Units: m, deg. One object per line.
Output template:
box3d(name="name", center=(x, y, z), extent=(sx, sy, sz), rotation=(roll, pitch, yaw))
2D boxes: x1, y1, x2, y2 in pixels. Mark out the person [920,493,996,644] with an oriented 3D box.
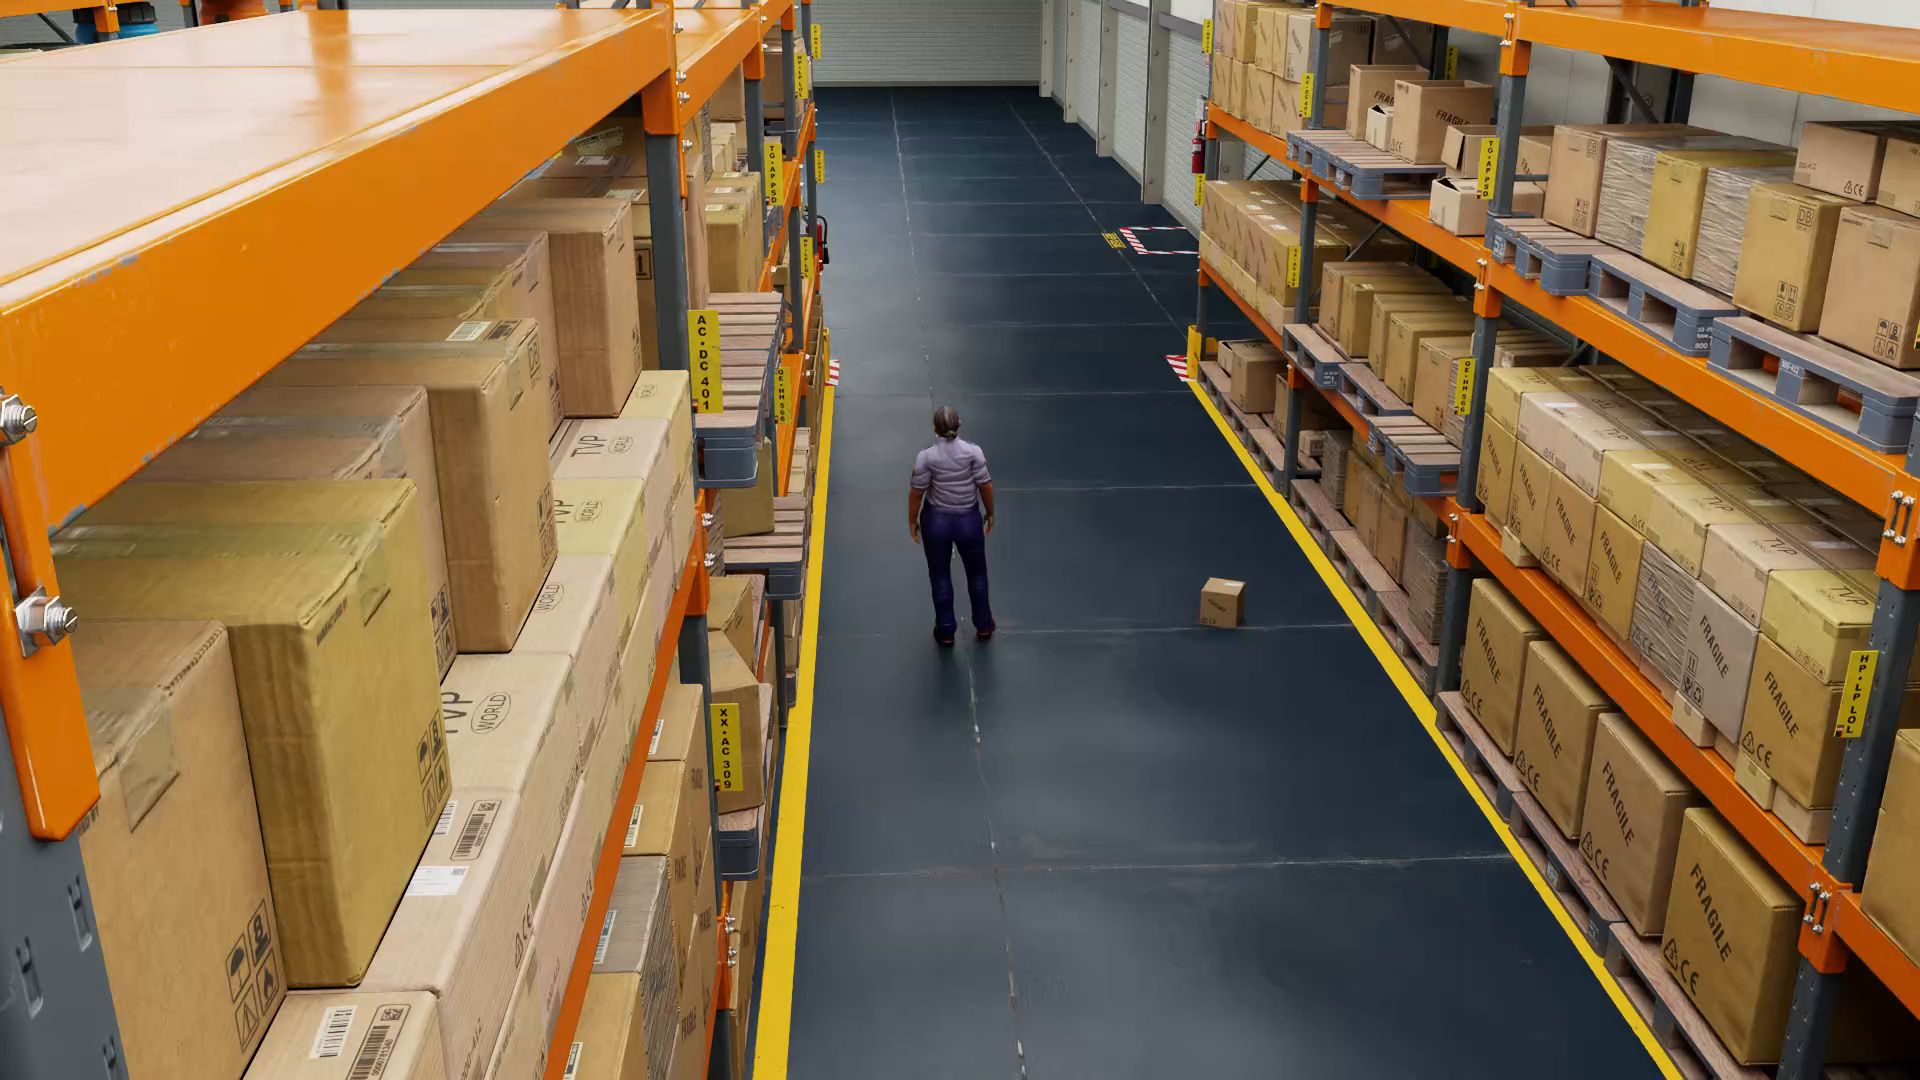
box3d(name="person", center=(-0.006, 0.167, 11.007), extent=(0.525, 1.034, 0.501), rotation=(-1, 21, -4))
